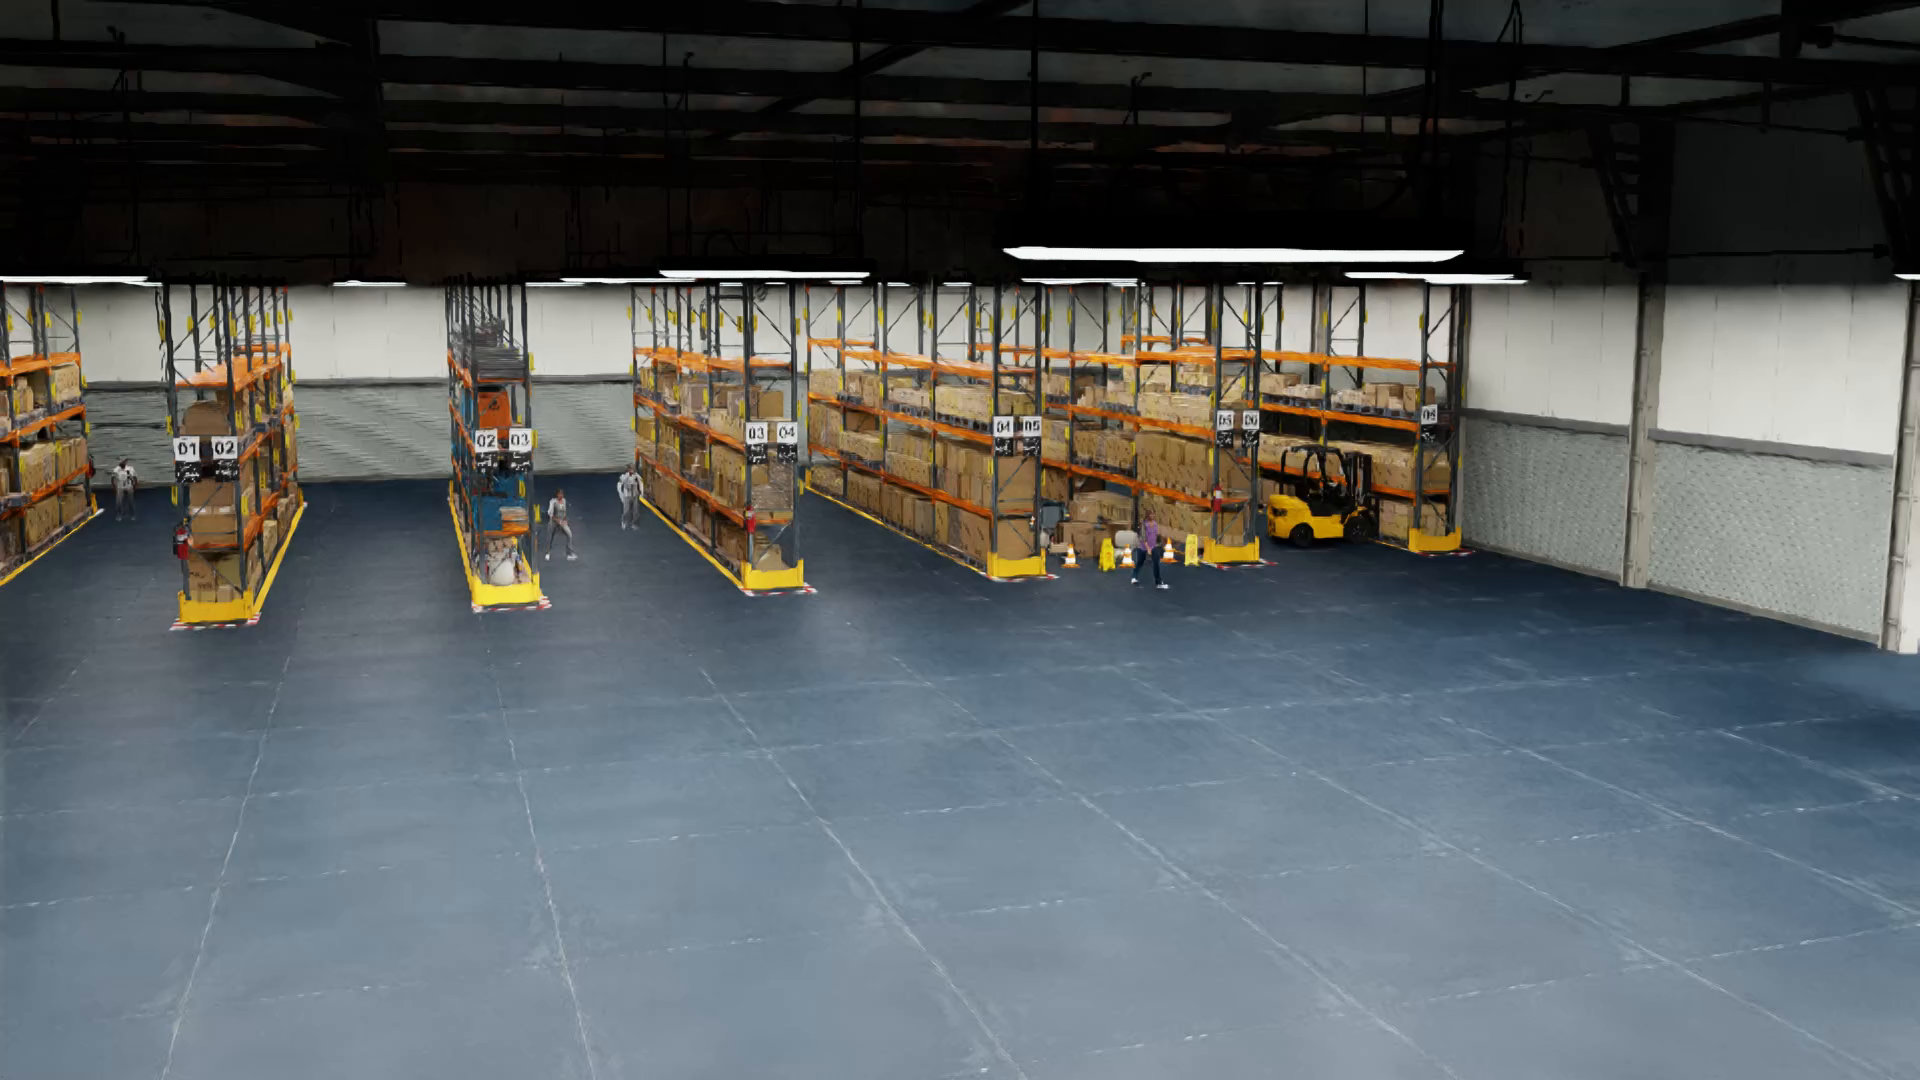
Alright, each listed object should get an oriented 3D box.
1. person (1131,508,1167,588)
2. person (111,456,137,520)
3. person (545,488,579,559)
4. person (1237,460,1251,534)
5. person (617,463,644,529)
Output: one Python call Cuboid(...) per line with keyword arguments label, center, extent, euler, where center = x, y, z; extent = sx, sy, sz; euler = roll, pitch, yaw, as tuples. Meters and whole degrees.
Cuboid(label="person", center=(3.615, 0.140, 31.987), extent=(0.412, 1.533, 0.955), euler=(-4, 10, -26))
Cuboid(label="person", center=(-20.709, -1.279, 41.235), extent=(0.592, 1.618, 0.532), euler=(-3, 9, -20))
Cuboid(label="person", center=(-8.535, -0.360, 35.328), extent=(0.562, 1.536, 0.737), euler=(-8, 12, -42))
Cuboid(label="person", center=(6.621, -1.024, 39.089), extent=(0.491, 1.723, 0.586), euler=(2, 9, 11))
Cuboid(label="person", center=(-7.855, -1.053, 39.687), extent=(0.639, 1.631, 0.508), euler=(-3, 9, -21))
